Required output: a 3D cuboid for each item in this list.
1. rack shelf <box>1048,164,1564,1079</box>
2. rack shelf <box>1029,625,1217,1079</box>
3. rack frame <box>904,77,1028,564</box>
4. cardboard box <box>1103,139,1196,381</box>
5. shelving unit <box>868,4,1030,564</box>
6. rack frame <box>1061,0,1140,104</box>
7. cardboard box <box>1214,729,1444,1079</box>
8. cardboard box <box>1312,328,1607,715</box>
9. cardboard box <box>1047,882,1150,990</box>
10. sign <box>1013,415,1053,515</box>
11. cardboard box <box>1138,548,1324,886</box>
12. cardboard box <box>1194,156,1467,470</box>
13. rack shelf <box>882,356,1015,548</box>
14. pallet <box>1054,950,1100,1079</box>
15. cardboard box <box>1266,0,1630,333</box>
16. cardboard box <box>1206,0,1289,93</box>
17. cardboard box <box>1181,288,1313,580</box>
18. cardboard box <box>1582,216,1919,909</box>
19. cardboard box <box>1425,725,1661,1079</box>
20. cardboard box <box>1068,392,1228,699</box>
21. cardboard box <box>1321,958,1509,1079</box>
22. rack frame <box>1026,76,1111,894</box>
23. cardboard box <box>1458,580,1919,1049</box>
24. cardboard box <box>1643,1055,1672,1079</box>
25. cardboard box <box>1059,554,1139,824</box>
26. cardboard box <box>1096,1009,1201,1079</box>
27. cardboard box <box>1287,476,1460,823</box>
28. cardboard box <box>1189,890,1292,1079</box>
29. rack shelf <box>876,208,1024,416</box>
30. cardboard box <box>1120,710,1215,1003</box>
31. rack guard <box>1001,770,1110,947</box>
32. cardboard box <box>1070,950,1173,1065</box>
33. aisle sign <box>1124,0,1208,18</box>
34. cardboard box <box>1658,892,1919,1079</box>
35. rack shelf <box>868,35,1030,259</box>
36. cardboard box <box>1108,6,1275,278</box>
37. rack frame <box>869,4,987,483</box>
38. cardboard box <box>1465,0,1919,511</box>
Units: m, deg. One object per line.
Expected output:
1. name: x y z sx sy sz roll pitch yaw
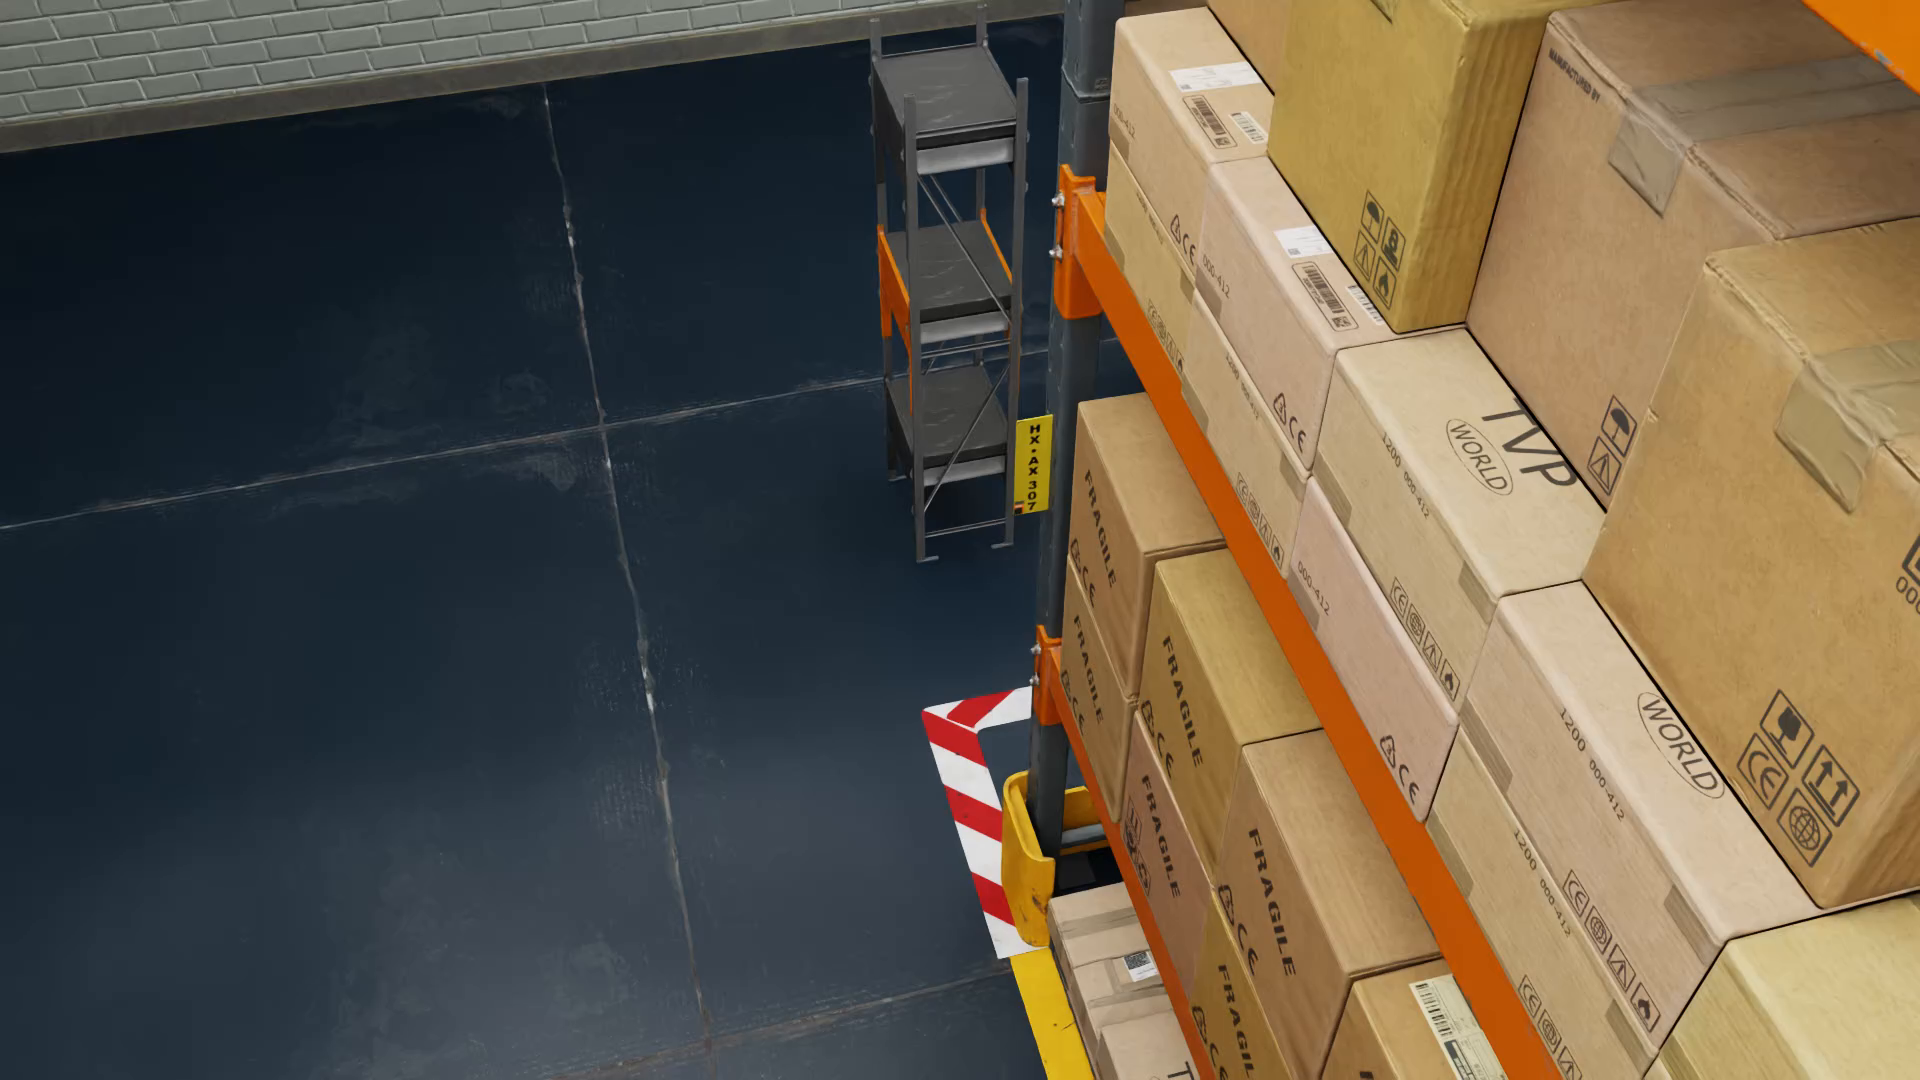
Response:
1. rack shelf: 1.225 0.599 2.467 1.077 0.370 4.000 -11 47 -10
2. rack shelf: 1.225 1.648 3.538 1.077 0.370 4.000 -11 47 -10
3. rack frame: 0.020 -0.681 5.947 0.400 2.100 0.015 -11 47 -10
4. cardboard box: 0.598 -0.580 3.223 0.500 0.250 0.500 -11 47 -10
5. shelving unit: -0.042 -0.849 6.112 0.431 2.100 0.503 -11 47 -10
6. rack frame: 0.713 -2.084 2.492 1.000 3.000 0.127 -11 47 -10
7. cardboard box: 0.836 0.691 3.202 0.500 0.500 0.500 -10 46 -10
8. cardboard box: 0.848 -0.064 2.367 0.500 0.250 0.500 -11 47 -10
9. cardboard box: 0.488 1.212 5.150 0.380 0.149 0.250 -11 47 -10
10. sign: 0.188 -0.188 4.228 0.100 0.325 0.005 -11 47 -10
11. cardboard box: 0.713 0.345 3.542 0.500 0.500 0.500 -10 46 -10
12. cardboard box: 0.714 -0.408 2.704 0.500 0.250 0.500 -11 47 -10
13. rack shelf: -0.042 -0.350 6.622 0.431 0.518 0.480 -11 47 -10
14. pallet: 0.937 1.595 5.040 1.003 0.211 1.213 -11 47 -10
15. cardboard box: 0.906 -0.707 2.472 0.700 0.500 0.500 -11 47 -10
16. cardboard box: 0.860 -1.067 2.825 0.700 0.500 0.500 -11 47 -10
17. cardboard box: 0.714 -0.233 2.883 0.500 0.250 0.500 -11 47 -10
18. cardboard box: 1.175 -0.019 1.798 0.700 0.500 0.500 -11 47 -10
19. cardboard box: 0.978 0.456 2.208 0.500 0.250 0.500 -11 47 -10
20. cardboard box: 0.571 -0.015 3.894 0.500 0.500 0.500 -9 46 -9
21. cardboard box: 0.967 1.042 2.859 0.500 0.500 0.500 -11 47 -11
22. rack frame: 0.713 0.016 4.634 1.000 3.000 0.127 -11 47 -10
23. cardboard box: 0.972 0.282 2.028 0.500 0.250 0.500 -11 47 -10
24. cardboard box: 1.101 0.802 1.868 0.500 0.250 0.500 -11 47 -10
25. cardboard box: 0.571 0.335 4.251 0.500 0.500 0.500 -10 46 -9
26. cardboard box: 0.706 1.597 4.702 0.500 0.250 0.500 -11 47 -10
27. cardboard box: 0.844 0.112 2.545 0.500 0.250 0.500 -11 47 -10
28. cardboard box: 0.834 1.038 3.563 0.500 0.500 0.500 -11 47 -10
29. rack shelf: -0.042 -0.840 6.122 0.431 0.518 0.480 -11 47 -10
30. cardboard box: 0.709 0.691 3.903 0.500 0.500 0.500 -11 47 -11
31. rack guard: 0.732 0.943 5.476 1.175 0.500 0.348 -11 47 -10
32. cardboard box: 0.552 1.378 4.975 0.380 0.166 0.250 -11 47 -10
33. aisle sign: 0.411 -0.888 3.699 0.394 0.787 0.004 -11 47 -10
34. cardboard box: 1.099 0.628 1.690 0.500 0.250 0.500 -11 47 -10
35. rack shelf: -0.042 -1.330 5.622 0.431 0.518 0.480 -11 47 -10
36. cardboard box: 0.593 -0.754 3.044 0.500 0.250 0.500 -11 47 -10
37. rack frame: -0.105 -1.018 6.277 0.400 2.100 0.015 -11 47 -10
38. cardboard box: 1.138 -0.381 2.153 0.700 0.500 0.500 -11 47 -10
